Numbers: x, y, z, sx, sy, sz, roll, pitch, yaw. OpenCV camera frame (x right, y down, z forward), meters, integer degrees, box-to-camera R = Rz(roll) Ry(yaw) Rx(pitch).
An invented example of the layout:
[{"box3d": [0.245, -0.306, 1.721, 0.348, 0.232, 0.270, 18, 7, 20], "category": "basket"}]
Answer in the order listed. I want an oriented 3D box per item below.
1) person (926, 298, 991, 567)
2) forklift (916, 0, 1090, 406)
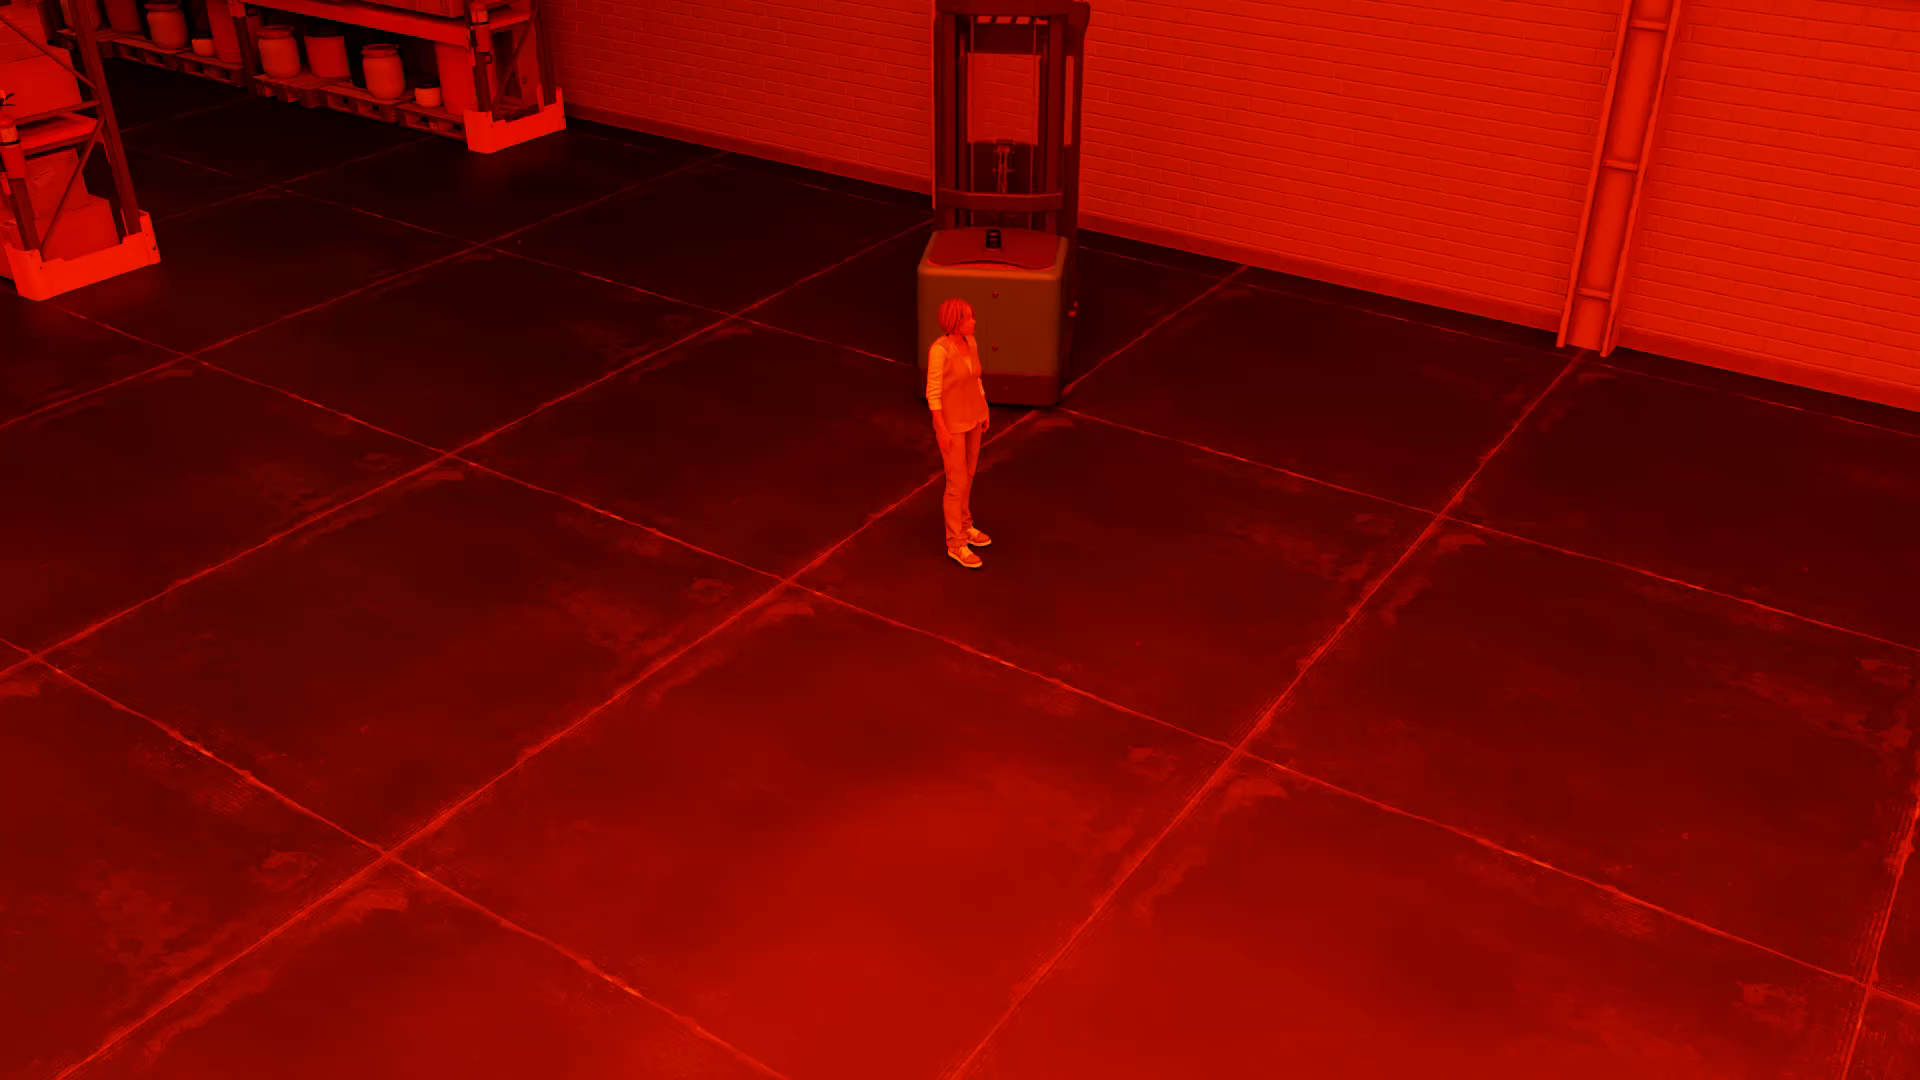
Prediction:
[{"box3d": [0.054, -0.670, 10.050, 0.473, 1.599, 0.521, 19, 35, 29], "category": "person"}, {"box3d": [0.384, -2.956, 12.672, 1.130, 2.935, 3.031, 4, 30, 6], "category": "forklift"}]
